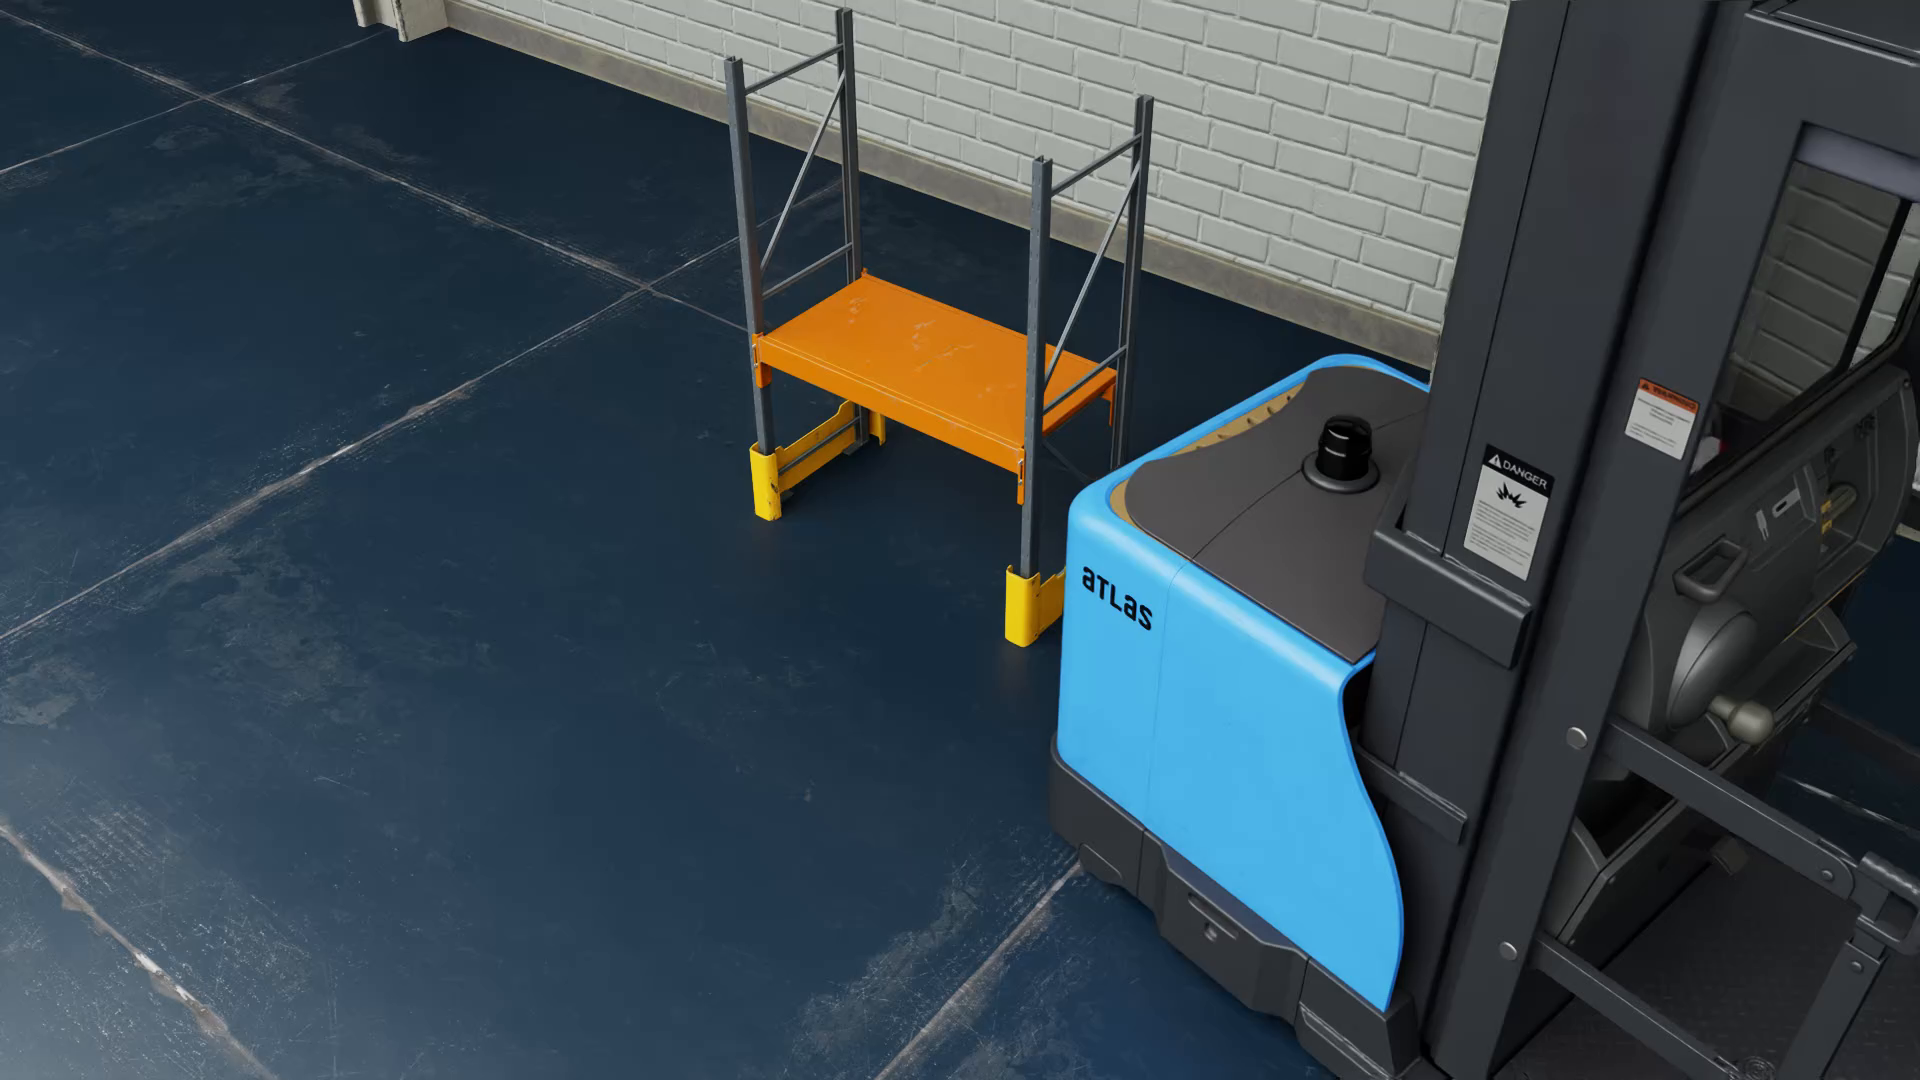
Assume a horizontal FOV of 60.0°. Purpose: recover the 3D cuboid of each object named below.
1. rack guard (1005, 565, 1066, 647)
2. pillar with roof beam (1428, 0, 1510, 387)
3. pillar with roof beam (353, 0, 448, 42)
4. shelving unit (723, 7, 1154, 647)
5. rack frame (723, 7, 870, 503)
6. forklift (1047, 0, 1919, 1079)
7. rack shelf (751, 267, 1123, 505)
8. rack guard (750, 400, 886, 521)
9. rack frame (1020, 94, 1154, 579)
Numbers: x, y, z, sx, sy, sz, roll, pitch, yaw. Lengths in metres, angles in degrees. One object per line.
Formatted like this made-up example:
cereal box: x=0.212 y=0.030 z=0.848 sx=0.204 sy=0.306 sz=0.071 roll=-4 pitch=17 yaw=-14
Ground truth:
rack guard: x=0.335 y=0.060 z=4.971 sx=0.087 sy=0.250 sz=0.587 roll=25 pitch=45 yaw=29
pillar with roof beam: x=-0.746 y=-1.882 z=0.354 sx=0.400 sy=9.000 sz=9.100 roll=25 pitch=45 yaw=29
pillar with roof beam: x=-5.512 y=-4.129 z=3.225 sx=0.400 sy=9.000 sz=9.100 roll=25 pitch=45 yaw=29
shelving unit: x=-0.061 y=-0.619 z=4.824 sx=1.083 sy=1.500 sz=0.587 roll=25 pitch=45 yaw=29
rack frame: x=-0.472 y=-0.813 z=5.072 sx=0.032 sy=1.500 sz=0.500 roll=25 pitch=45 yaw=29
forklift: x=1.570 y=0.084 z=2.765 sx=1.130 sy=2.935 sz=3.031 roll=-28 pitch=46 yaw=-31
rack shelf: x=-0.068 y=-0.481 z=4.939 sx=1.000 sy=0.185 sz=0.538 roll=25 pitch=45 yaw=29
rack guard: x=-0.456 y=-0.313 z=5.448 sx=0.087 sy=0.250 sz=0.587 roll=25 pitch=45 yaw=29
rack frame: x=0.336 y=-0.432 z=4.585 sx=0.032 sy=1.500 sz=0.500 roll=25 pitch=45 yaw=29
